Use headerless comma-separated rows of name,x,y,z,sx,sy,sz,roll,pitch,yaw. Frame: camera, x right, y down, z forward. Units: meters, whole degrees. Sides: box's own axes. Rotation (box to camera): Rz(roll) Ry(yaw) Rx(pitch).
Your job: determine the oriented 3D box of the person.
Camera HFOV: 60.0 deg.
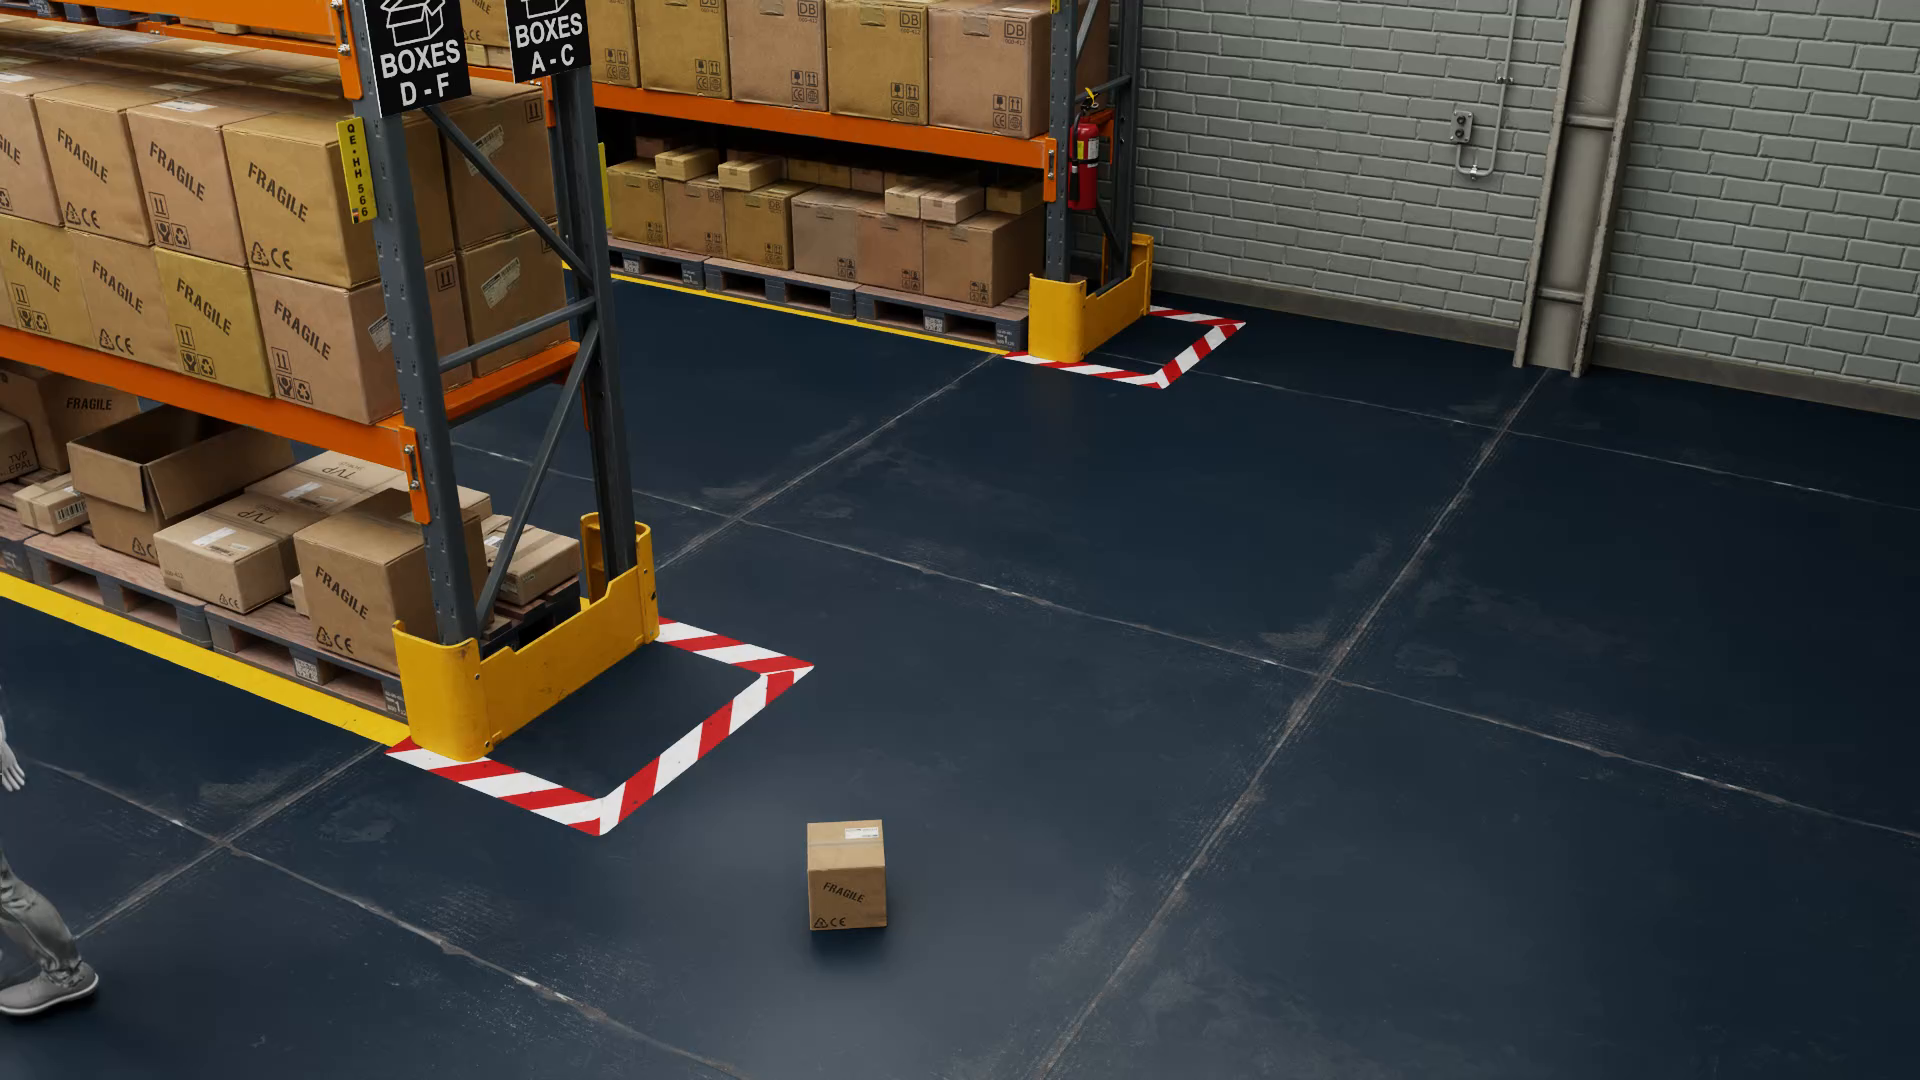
person,-2.948,0.712,4.716,0.606,1.760,0.478,-8,28,-16
